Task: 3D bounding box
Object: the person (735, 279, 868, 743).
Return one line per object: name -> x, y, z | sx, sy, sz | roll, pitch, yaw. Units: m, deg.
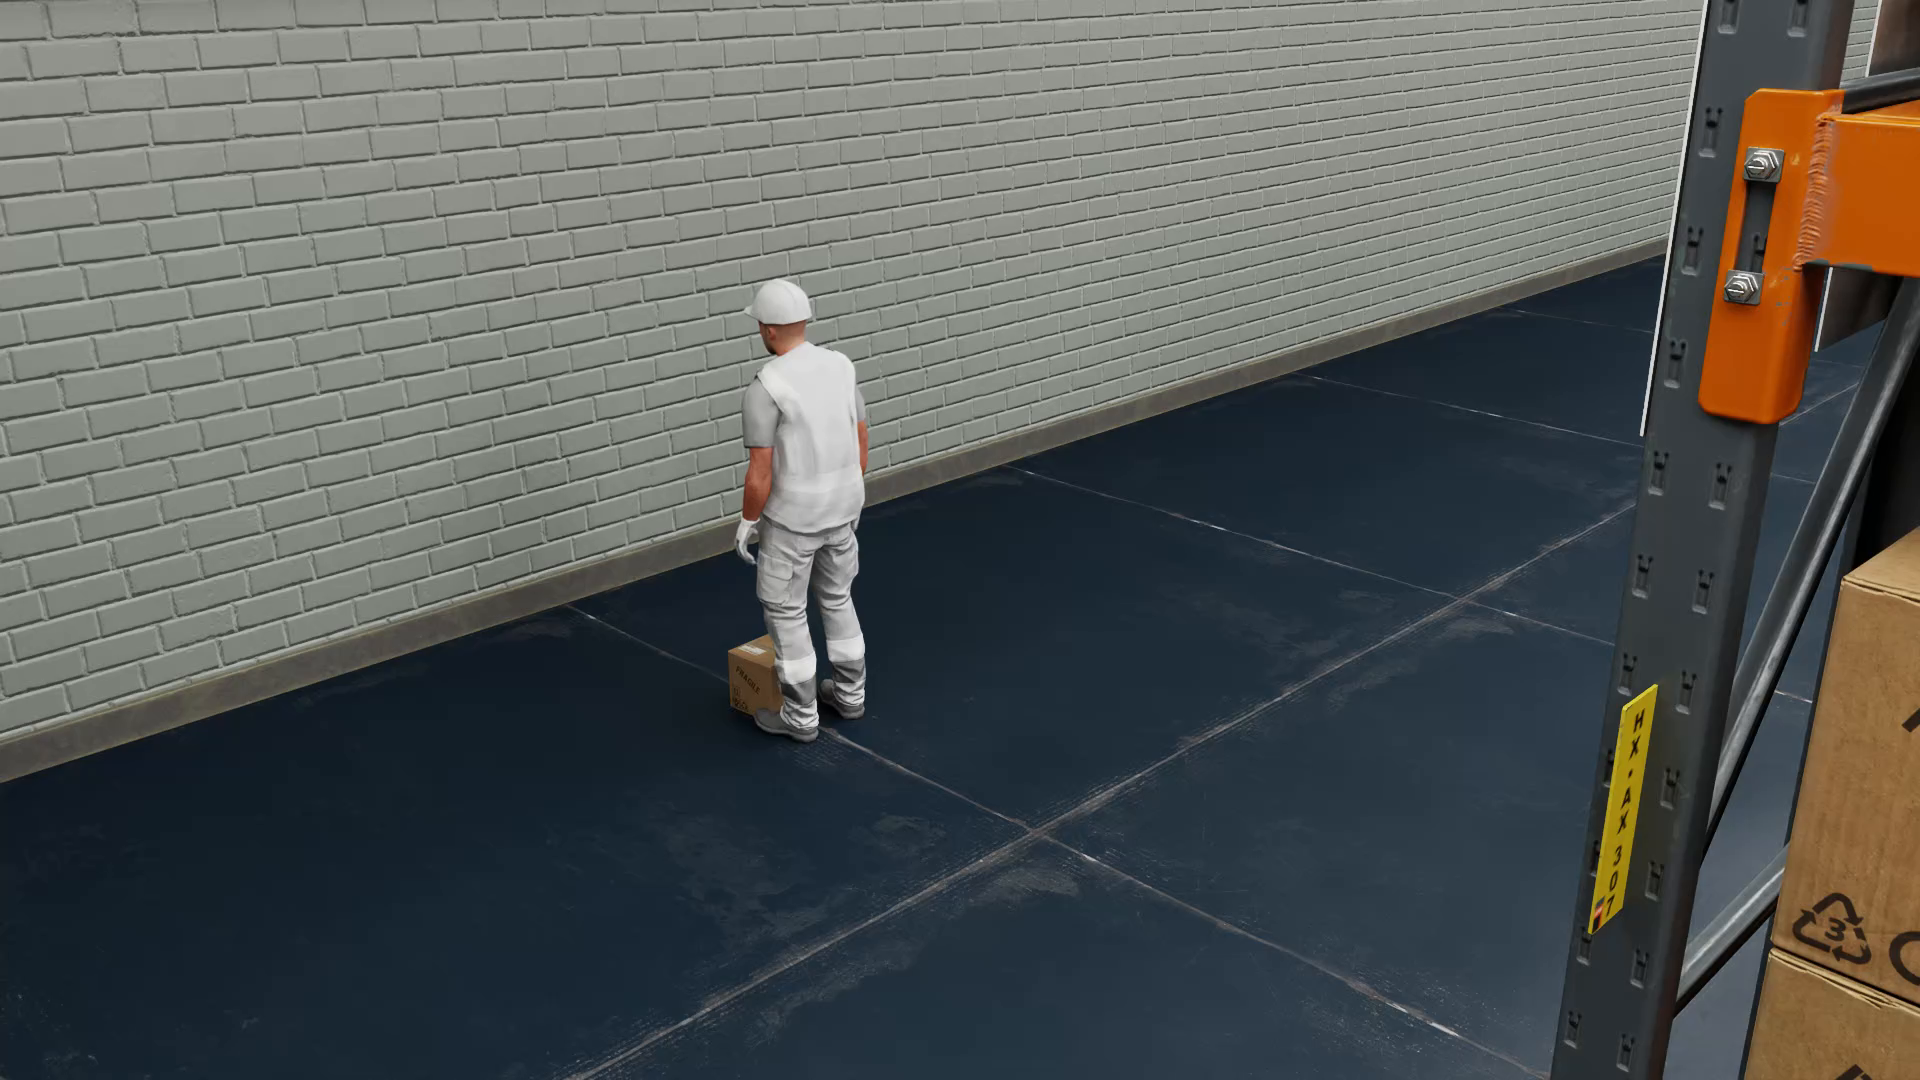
person -> -0.598, -0.103, 6.332 | 0.449, 1.780, 0.607 | 19, 27, 41
